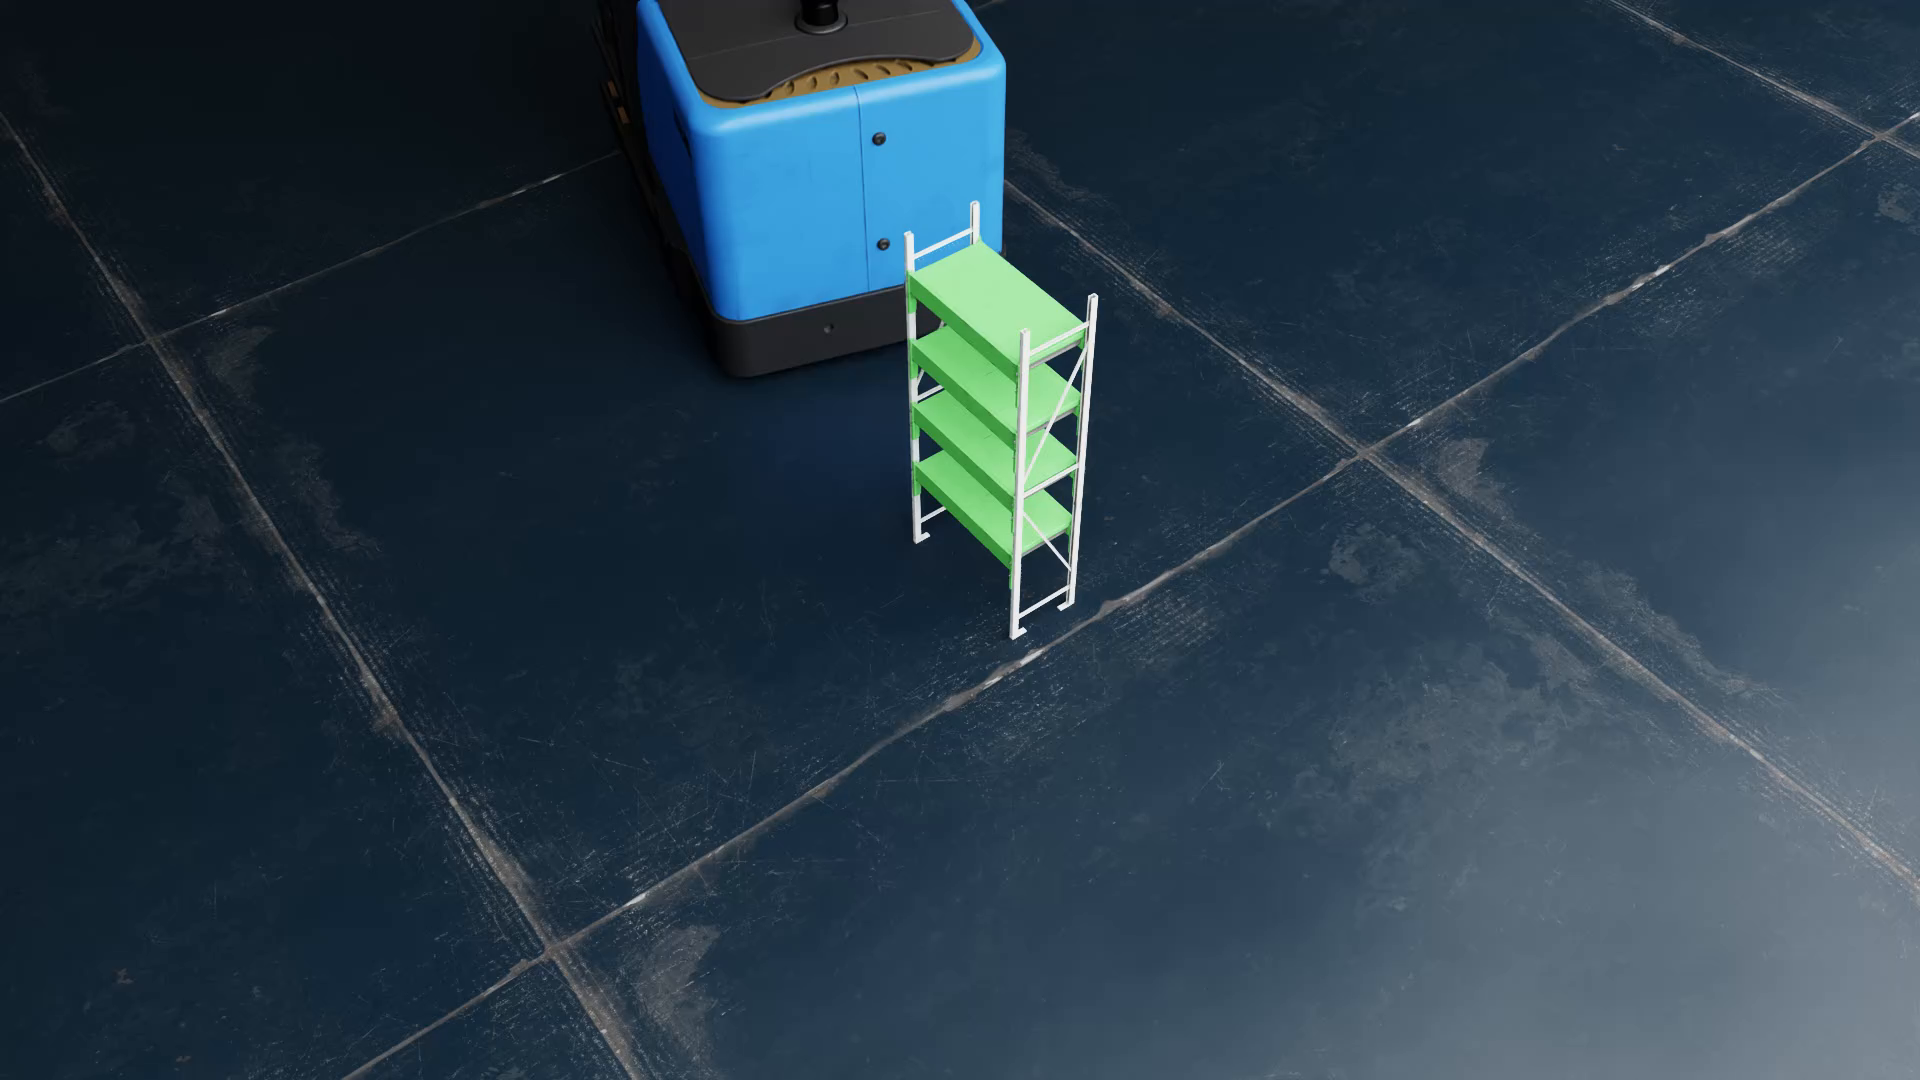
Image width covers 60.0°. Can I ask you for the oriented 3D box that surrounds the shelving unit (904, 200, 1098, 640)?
[{"bbox_3d":[0.100,-0.305,4.717,0.258,1.200,0.503,-29,54,-24],"label":"shelving unit"}]

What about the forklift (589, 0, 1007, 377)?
[{"bbox_3d":[-0.821,-2.653,5.677,1.130,2.935,3.031,-15,50,-13],"label":"forklift"}]

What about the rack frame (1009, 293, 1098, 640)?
[{"bbox_3d":[0.248,-0.162,4.587,0.240,1.200,0.015,-29,54,-24],"label":"rack frame"}]

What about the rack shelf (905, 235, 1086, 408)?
[{"bbox_3d":[0.100,-0.585,4.409,0.258,0.148,0.480,-29,54,-24],"label":"rack shelf"}]

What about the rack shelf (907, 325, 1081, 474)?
[{"bbox_3d":[0.100,-0.424,4.587,0.258,0.148,0.480,-29,54,-24],"label":"rack shelf"}]

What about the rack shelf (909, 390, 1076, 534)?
[{"bbox_3d":[0.100,-0.262,4.764,0.258,0.148,0.480,-29,54,-24],"label":"rack shelf"}]

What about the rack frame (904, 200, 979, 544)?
[{"bbox_3d":[-0.048,-0.449,4.847,0.240,1.200,0.015,-29,54,-24],"label":"rack frame"}]

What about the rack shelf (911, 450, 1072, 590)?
[{"bbox_3d":[0.100,-0.101,4.942,0.258,0.148,0.480,-29,54,-24],"label":"rack shelf"}]
